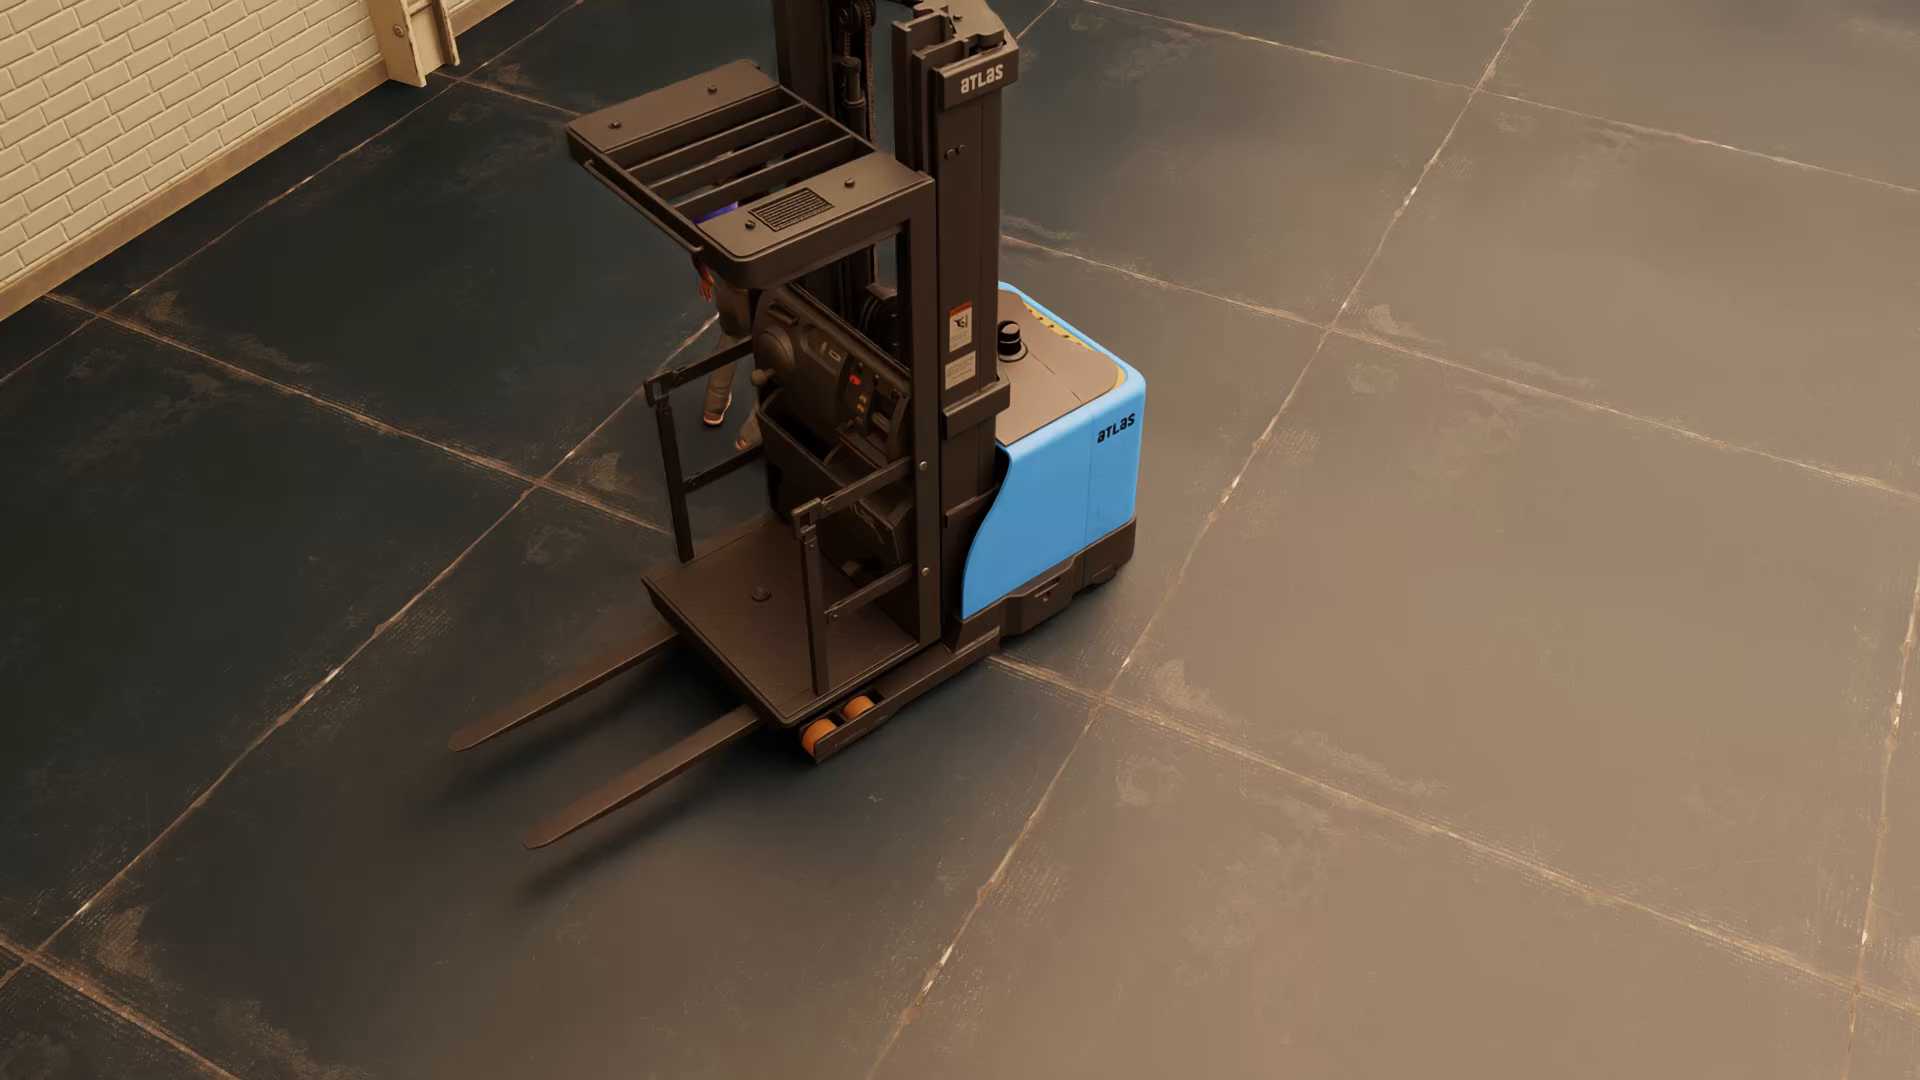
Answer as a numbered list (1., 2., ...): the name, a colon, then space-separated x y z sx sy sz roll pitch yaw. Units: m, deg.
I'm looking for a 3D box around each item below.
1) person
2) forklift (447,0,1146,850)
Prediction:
1. person: -1.020 -1.096 7.833 0.468 1.557 0.798 -33 52 -30
2. forklift: -0.662 -0.578 6.268 3.031 2.935 1.130 -29 51 -28
